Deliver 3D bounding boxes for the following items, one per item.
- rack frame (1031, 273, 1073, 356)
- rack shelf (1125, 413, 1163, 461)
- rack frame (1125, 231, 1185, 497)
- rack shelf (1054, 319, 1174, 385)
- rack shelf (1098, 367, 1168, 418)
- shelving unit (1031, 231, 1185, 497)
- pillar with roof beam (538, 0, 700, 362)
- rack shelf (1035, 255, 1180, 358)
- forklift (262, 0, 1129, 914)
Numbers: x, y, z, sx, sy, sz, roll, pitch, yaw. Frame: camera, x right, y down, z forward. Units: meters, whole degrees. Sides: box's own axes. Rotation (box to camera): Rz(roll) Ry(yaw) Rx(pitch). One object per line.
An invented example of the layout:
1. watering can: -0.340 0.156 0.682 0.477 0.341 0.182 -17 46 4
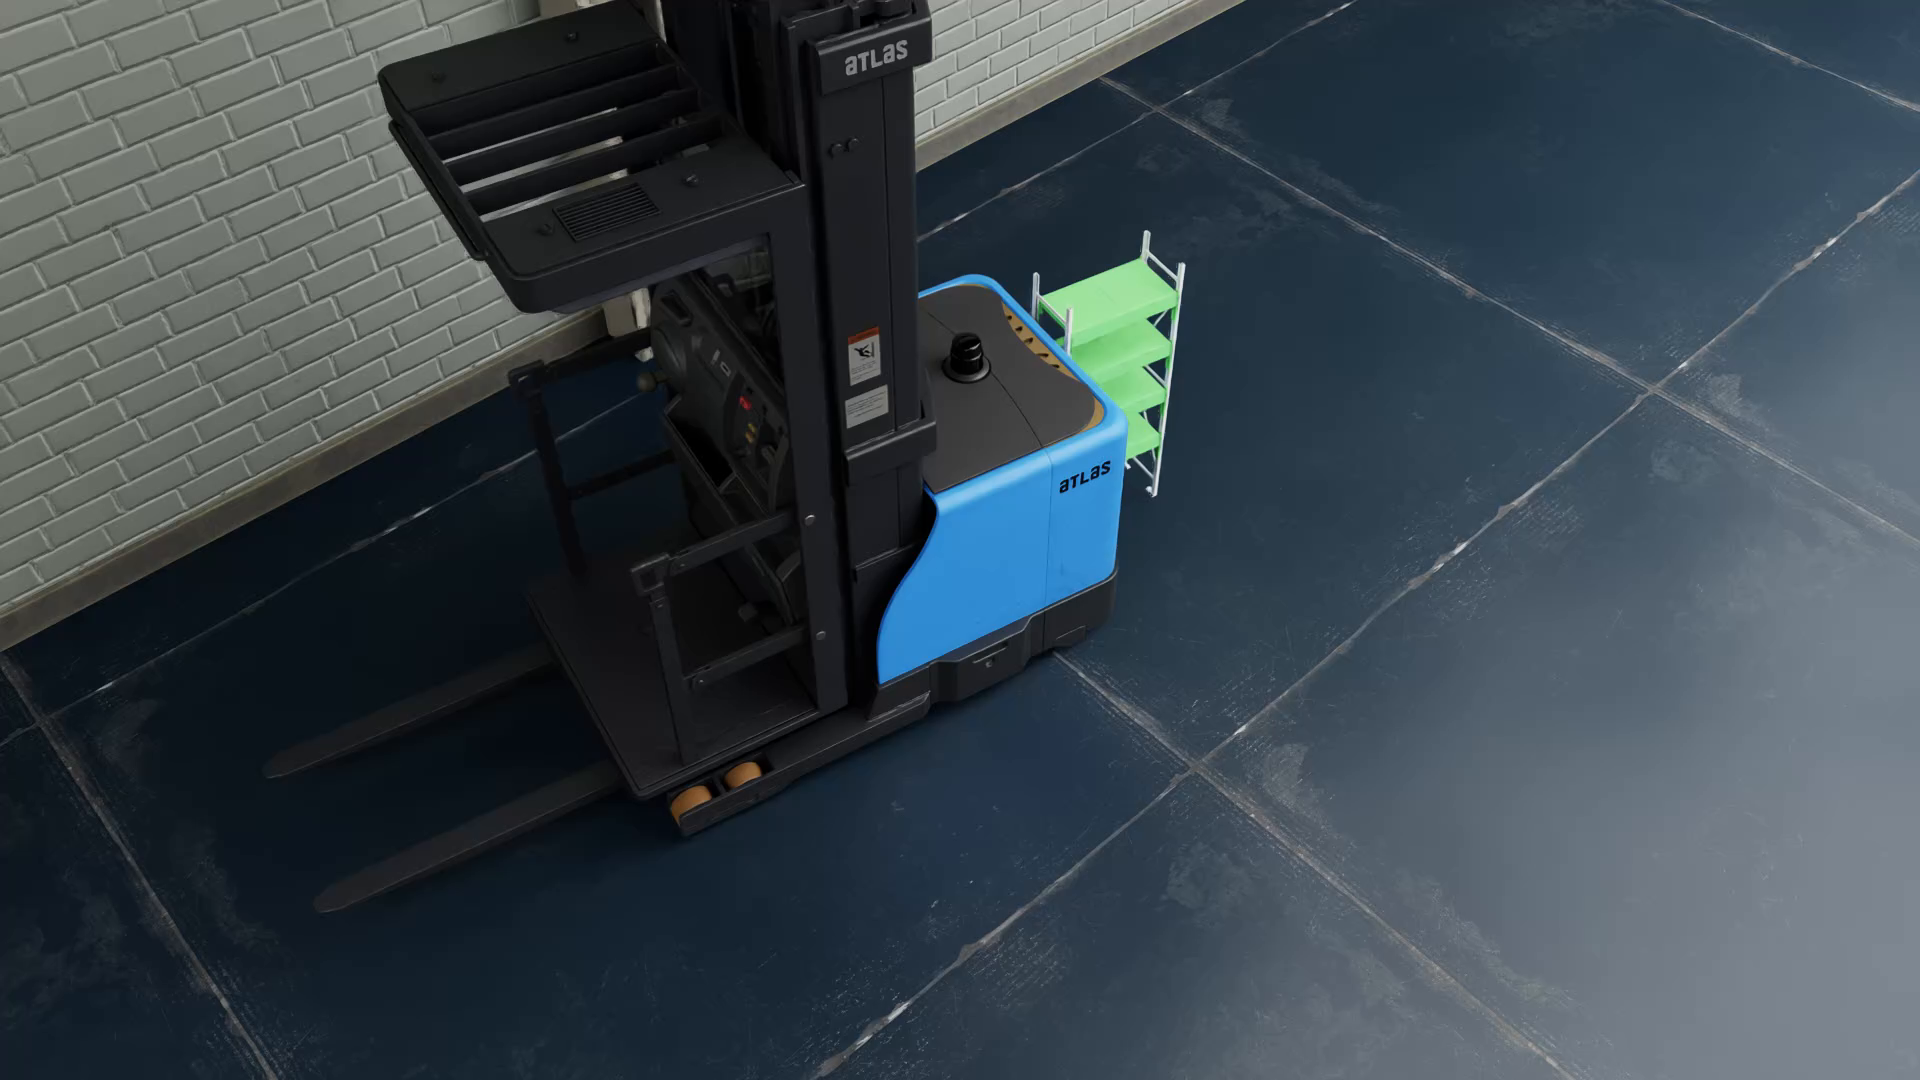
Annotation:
1. rack frame: 0.332 -0.481 6.377 0.015 1.200 0.240 -24 52 -20
2. rack shelf: 0.541 -0.367 6.686 0.480 0.148 0.258 -24 52 -20
3. rack frame: 0.750 -0.665 6.547 0.015 1.200 0.240 -24 52 -20
4. rack shelf: 0.541 -0.692 6.333 0.480 0.148 0.258 -24 52 -20
5. rack shelf: 0.541 -0.530 6.509 0.480 0.148 0.258 -24 52 -20
6. shelving unit: 0.541 -0.573 6.462 0.503 1.200 0.258 -24 52 -20
7. pillar with roof beam: 1.512 -1.691 2.188 0.400 9.000 9.100 -34 56 -27
8. rack shelf: 0.541 -0.855 6.156 0.480 0.148 0.258 -24 52 -20
9. forklift: -0.934 -0.424 5.147 3.031 2.935 1.130 -24 52 -20
